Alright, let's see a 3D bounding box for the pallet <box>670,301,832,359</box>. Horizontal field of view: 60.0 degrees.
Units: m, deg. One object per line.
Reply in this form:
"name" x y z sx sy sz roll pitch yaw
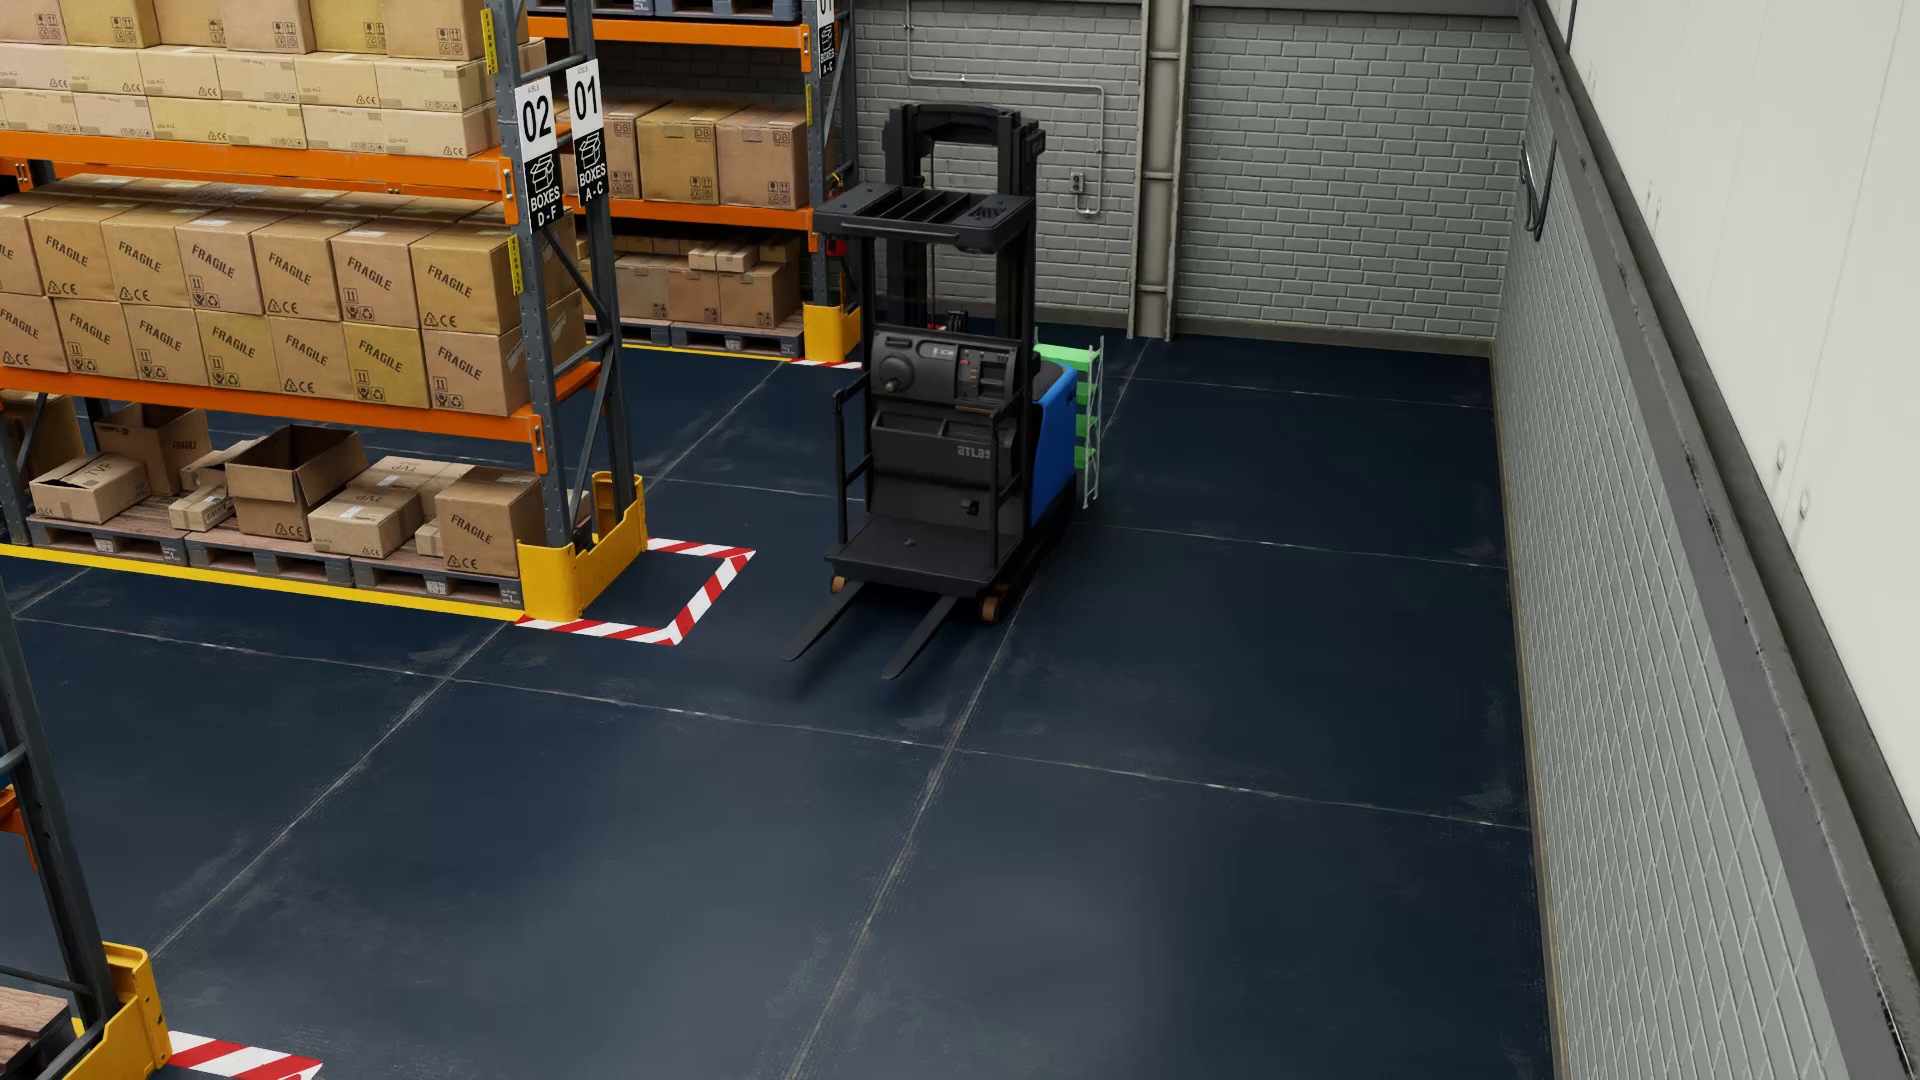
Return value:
"pallet" -1.879 -1.951 15.102 1.213 0.211 1.003 6 26 13

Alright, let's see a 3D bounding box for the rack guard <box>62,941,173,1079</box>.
"rack guard" -3.526 2.093 6.271 0.348 0.500 1.175 6 26 13

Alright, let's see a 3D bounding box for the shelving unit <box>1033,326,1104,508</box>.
"shelving unit" 0.707 -0.855 11.650 0.503 1.200 0.258 11 28 22

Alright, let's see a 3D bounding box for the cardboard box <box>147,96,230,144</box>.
"cardboard box" -4.328 -2.492 9.681 0.500 0.250 0.500 6 26 13

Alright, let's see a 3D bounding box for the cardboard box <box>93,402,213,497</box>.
"cardboard box" -5.567 -0.650 11.521 0.500 0.500 0.500 6 26 13

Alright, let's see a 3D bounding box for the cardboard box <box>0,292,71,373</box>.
"cardboard box" -5.764 -1.400 10.584 0.500 0.500 0.500 7 26 14

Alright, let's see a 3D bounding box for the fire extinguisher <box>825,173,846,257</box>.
"fire extinguisher" -1.054 -2.745 14.051 0.183 0.674 0.296 6 26 13

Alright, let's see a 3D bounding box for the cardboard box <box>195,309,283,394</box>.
"cardboard box" -4.290 -1.238 10.244 0.500 0.500 0.500 6 26 12

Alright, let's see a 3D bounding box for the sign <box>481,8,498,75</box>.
"sign" -2.473 -2.619 8.743 0.005 0.325 0.100 6 26 13

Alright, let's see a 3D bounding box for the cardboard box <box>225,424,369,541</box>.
"cardboard box" -4.369 -0.395 10.982 0.637 0.503 0.797 6 26 13

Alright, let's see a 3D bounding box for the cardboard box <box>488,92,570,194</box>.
"cardboard box" -3.733 -3.575 14.921 0.700 0.700 0.980 6 26 12

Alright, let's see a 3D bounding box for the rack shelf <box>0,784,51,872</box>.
"rack shelf" -5.490 1.078 6.333 4.000 0.370 1.077 6 26 13

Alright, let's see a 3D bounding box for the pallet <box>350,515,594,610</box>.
"pallet" -3.162 0.072 10.854 1.213 0.211 1.003 6 26 13

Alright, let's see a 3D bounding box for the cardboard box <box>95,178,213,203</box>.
"cardboard box" -5.138 -2.019 10.722 0.500 0.500 0.500 6 26 12

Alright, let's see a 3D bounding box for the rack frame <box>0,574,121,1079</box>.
"rack frame" -3.553 0.968 5.728 0.127 3.000 1.000 6 26 13

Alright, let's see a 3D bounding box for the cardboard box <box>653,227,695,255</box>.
"cardboard box" -2.597 -2.722 15.142 0.250 0.149 0.380 7 26 14

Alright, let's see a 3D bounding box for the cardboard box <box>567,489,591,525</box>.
"cardboard box" -2.636 -0.194 10.972 0.250 0.149 0.380 6 26 13

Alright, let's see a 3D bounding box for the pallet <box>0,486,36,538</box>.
"pallet" -6.987 -0.335 11.708 1.213 0.211 1.003 6 26 13

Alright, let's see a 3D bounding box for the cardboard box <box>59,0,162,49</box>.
"cardboard box" -4.774 -3.174 9.658 0.500 0.500 0.700 6 26 13

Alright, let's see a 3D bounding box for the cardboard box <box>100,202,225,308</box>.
"cardboard box" -4.806 -1.741 10.138 0.500 0.500 0.500 6 26 11

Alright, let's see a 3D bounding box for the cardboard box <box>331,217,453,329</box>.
"cardboard box" -3.305 -1.578 9.795 0.500 0.500 0.500 7 26 14

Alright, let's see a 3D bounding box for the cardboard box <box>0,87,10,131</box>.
"cardboard box" -5.780 -2.654 10.020 0.500 0.250 0.500 6 26 13

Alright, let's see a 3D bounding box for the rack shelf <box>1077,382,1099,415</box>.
"rack shelf" 0.707 -1.014 11.574 0.480 0.148 0.258 11 28 22

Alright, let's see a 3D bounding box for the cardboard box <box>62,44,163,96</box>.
"cardboard box" -4.814 -2.768 9.678 0.500 0.250 0.500 6 26 13

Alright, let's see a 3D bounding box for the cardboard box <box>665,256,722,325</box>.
"cardboard box" -2.273 -2.305 15.021 0.500 0.500 0.700 6 26 13

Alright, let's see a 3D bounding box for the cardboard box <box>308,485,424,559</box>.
"cardboard box" -3.816 -0.121 10.702 0.500 0.250 0.500 6 26 13

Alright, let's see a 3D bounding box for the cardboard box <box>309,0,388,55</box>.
"cardboard box" -3.280 -3.082 9.465 0.500 0.500 0.700 6 26 13

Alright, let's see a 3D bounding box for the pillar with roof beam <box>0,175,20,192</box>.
"pillar with roof beam" -10.949 -5.429 12.185 0.400 9.000 9.100 6 26 13

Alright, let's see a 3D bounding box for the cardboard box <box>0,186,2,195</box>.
"cardboard box" -10.080 -3.564 16.771 0.500 0.250 0.500 7 26 14

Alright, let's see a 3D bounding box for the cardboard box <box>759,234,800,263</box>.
"cardboard box" -1.617 -2.614 14.916 0.250 0.149 0.380 6 26 13

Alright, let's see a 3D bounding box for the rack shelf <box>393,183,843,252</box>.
"rack shelf" -3.022 -3.046 14.996 4.000 0.370 1.077 6 26 13

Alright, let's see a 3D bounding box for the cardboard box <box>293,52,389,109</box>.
"cardboard box" -3.361 -2.609 9.343 0.500 0.250 0.500 6 26 13

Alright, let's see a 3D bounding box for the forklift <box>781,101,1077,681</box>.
"forklift" -0.174 -1.016 9.973 1.130 2.935 3.031 9 27 18

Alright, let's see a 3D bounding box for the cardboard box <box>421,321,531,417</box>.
"cardboard box" -2.817 -1.074 9.900 0.500 0.500 0.500 7 26 15

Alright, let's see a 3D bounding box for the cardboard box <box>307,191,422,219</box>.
"cardboard box" -3.671 -1.856 10.380 0.500 0.500 0.500 7 26 14

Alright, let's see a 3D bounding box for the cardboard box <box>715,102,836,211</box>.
"cardboard box" -1.582 -3.343 14.433 0.700 0.700 0.980 8 26 15

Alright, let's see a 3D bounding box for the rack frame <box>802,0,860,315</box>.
"rack frame" -1.085 -3.157 14.391 0.127 3.000 1.000 6 26 13

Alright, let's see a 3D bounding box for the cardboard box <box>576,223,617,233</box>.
"cardboard box" -3.341 -2.803 15.314 0.250 0.149 0.380 7 26 14

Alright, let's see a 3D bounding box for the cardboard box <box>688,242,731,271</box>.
"cardboard box" -2.206 -2.509 14.695 0.250 0.149 0.380 7 26 14

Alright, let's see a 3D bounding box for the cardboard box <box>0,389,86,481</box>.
"cardboard box" -6.597 -0.746 11.723 0.500 0.500 0.500 5 26 11

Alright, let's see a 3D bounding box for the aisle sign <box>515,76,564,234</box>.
"aisle sign" -2.326 -2.133 9.217 0.004 0.787 0.394 6 26 13

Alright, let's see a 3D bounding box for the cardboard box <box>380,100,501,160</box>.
"cardboard box" -2.879 -2.326 9.331 0.500 0.250 0.500 6 26 13

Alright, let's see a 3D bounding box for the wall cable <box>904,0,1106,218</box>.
"wall cable" 0.390 -3.872 14.712 1.851 1.984 0.084 6 26 13

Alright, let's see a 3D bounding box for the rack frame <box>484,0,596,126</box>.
"rack frame" -2.316 -3.803 8.769 0.127 3.000 1.000 6 26 13

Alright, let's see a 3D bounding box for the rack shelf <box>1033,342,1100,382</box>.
"rack shelf" 0.707 -1.231 11.471 0.480 0.148 0.258 11 28 22
